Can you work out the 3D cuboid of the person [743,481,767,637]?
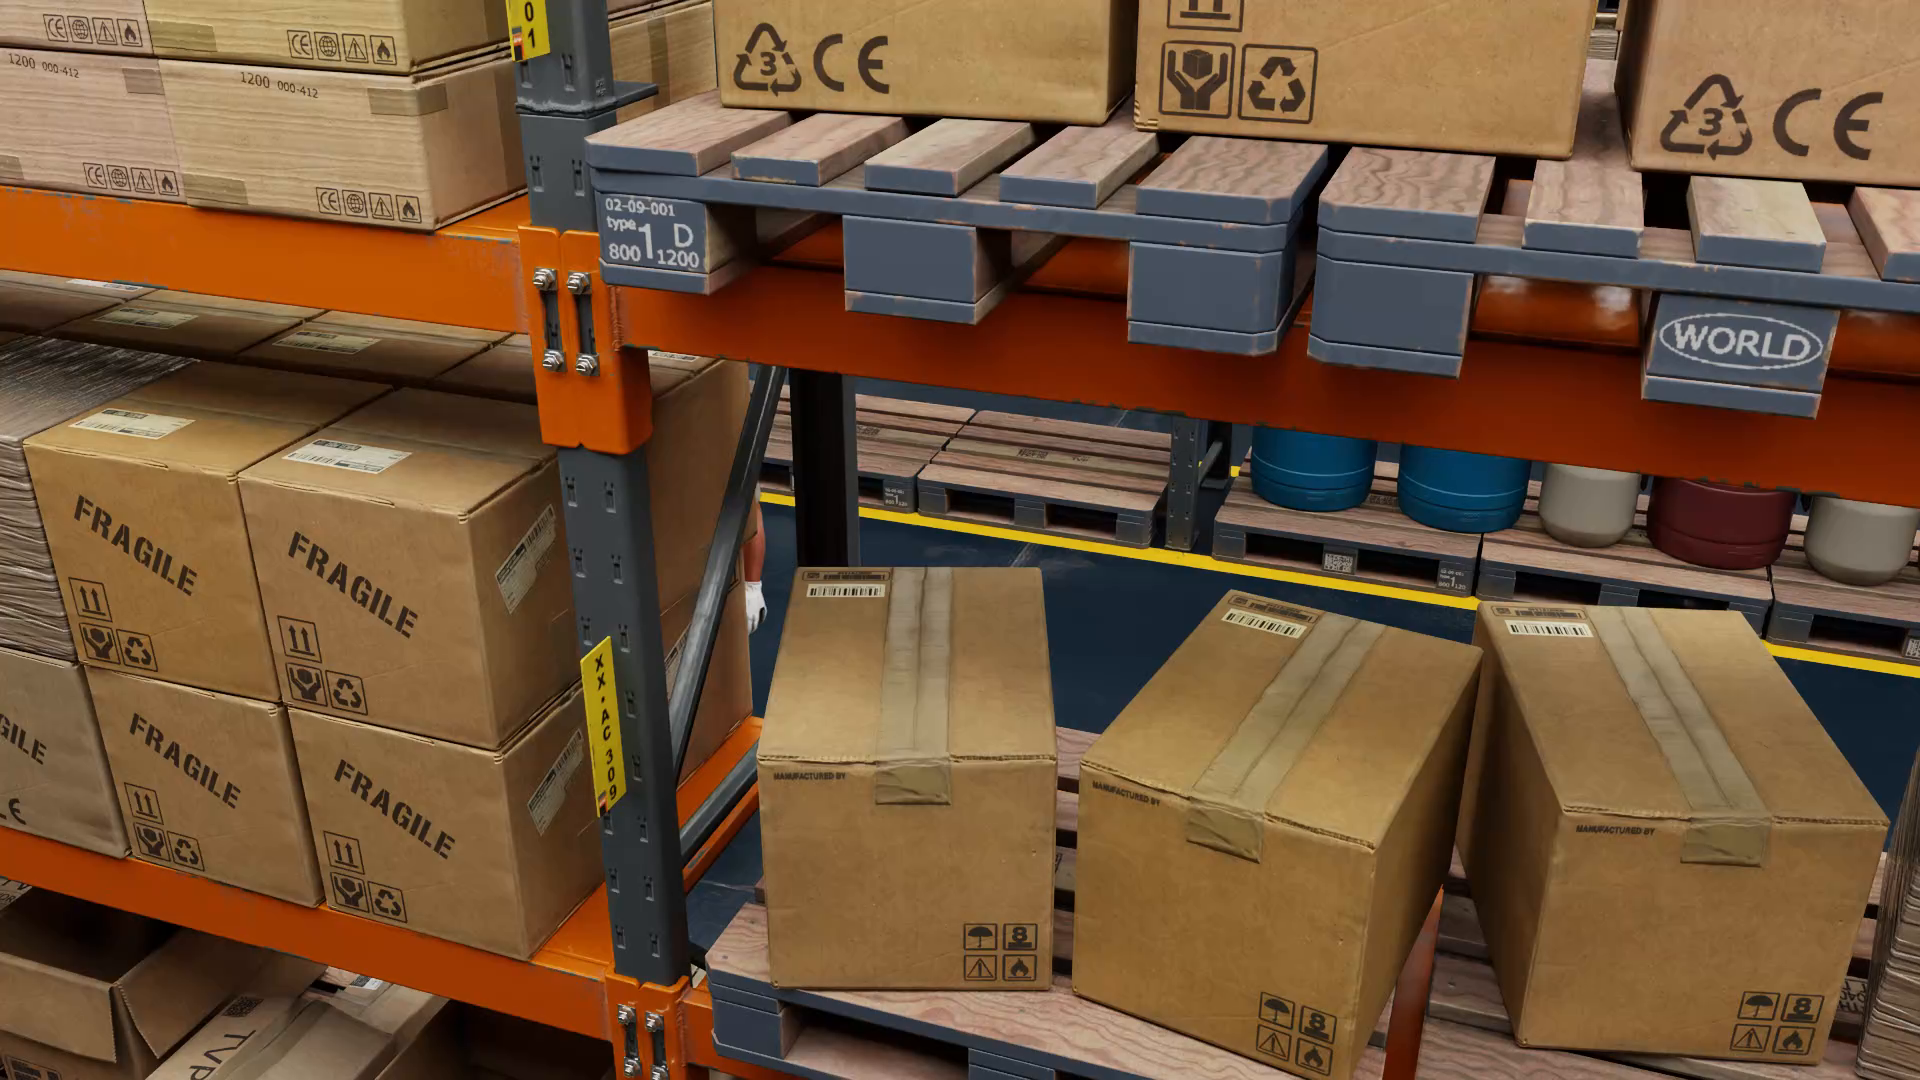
[{"bbox_3d":[-0.964,0.155,5.767,0.620,1.780,0.447,7,26,15],"label":"person"}]
